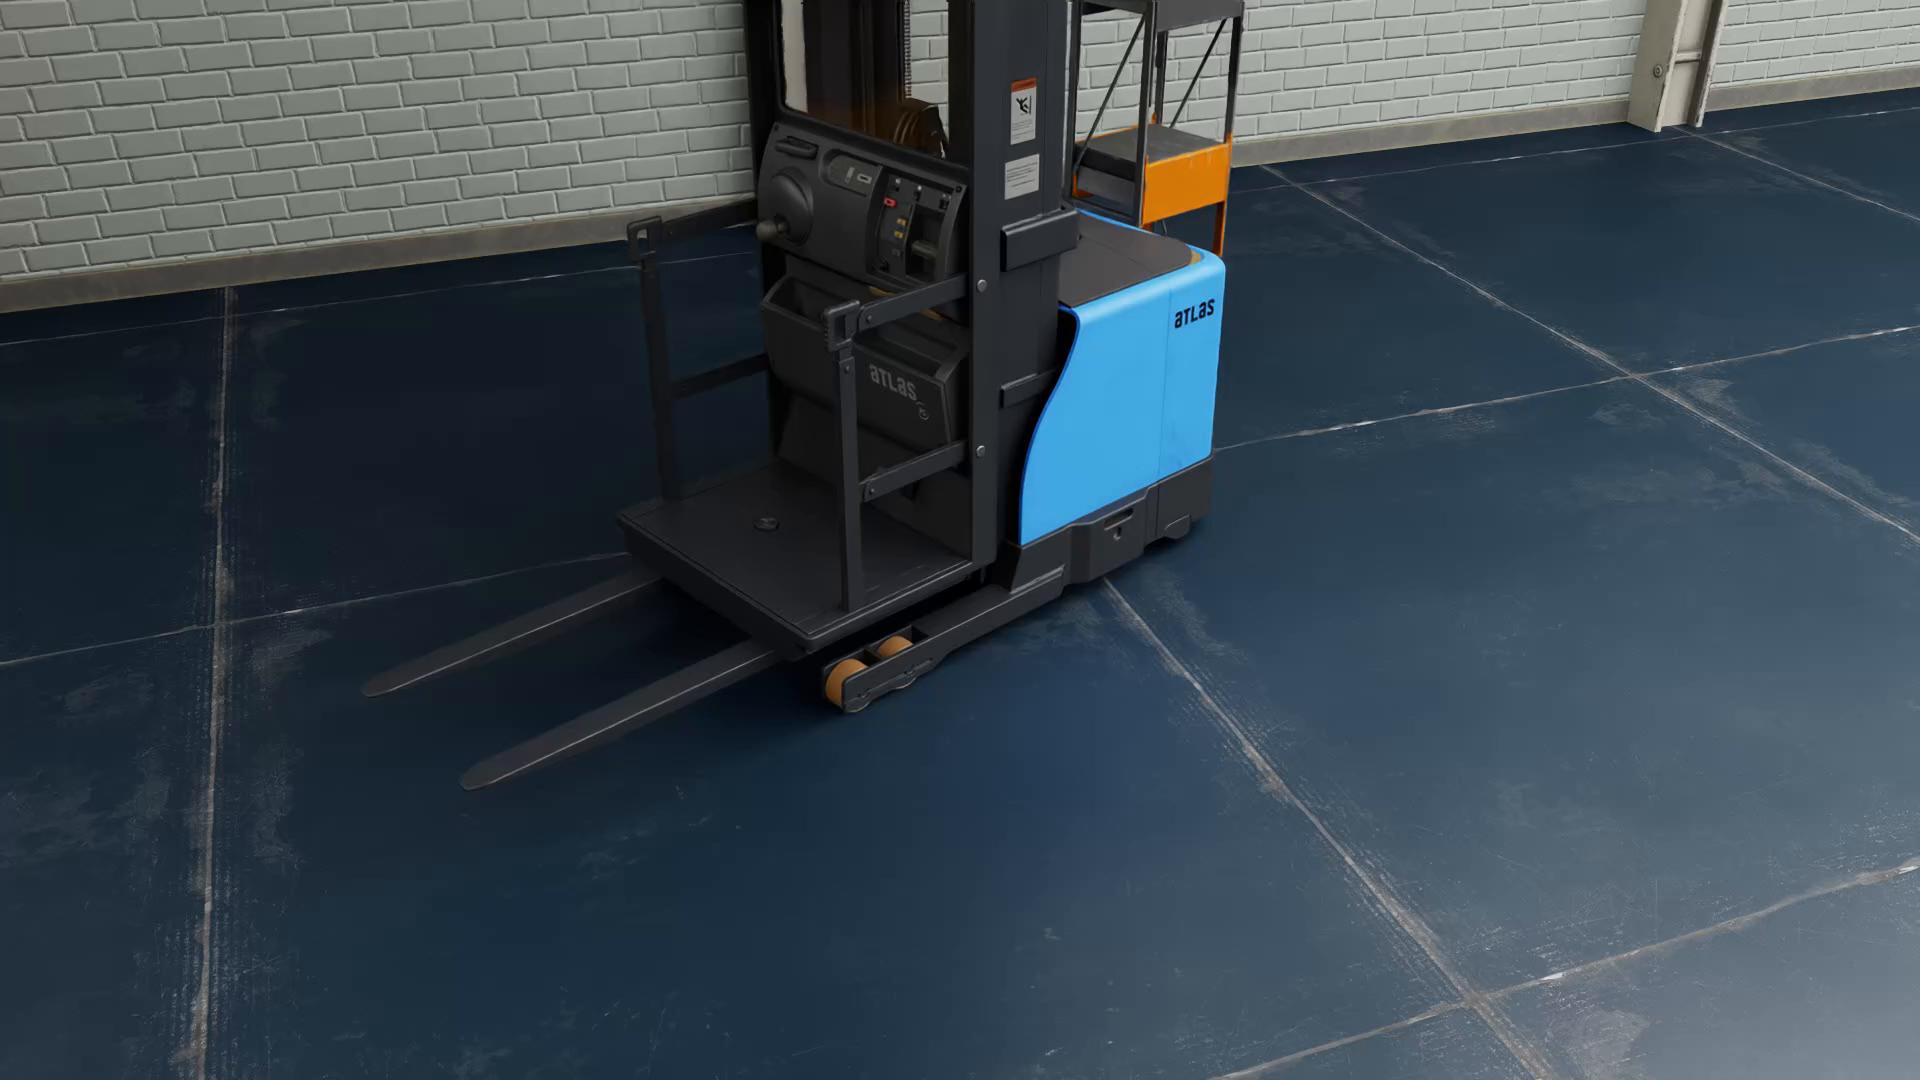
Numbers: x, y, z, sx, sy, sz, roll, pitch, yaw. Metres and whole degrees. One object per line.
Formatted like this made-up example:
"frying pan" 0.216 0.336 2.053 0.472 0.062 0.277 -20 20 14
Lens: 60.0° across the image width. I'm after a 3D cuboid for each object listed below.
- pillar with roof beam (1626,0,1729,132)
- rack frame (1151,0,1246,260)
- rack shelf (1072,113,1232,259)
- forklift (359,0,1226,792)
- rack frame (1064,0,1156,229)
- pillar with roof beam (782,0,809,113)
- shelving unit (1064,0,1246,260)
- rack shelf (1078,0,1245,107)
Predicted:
"pillar with roof beam" 6.215 -4.711 5.428 0.400 9.000 9.100 -10 31 -18
"rack frame" 0.905 -1.410 6.604 0.015 2.100 0.400 -23 37 -36
"rack shelf" 0.722 -1.322 6.469 0.480 0.518 0.431 -23 37 -36
"forklift" -0.474 -1.017 5.075 3.031 2.935 1.130 -25 38 -36
"rack frame" 0.539 -1.257 6.321 0.015 2.100 0.400 -23 37 -36
"pillar with roof beam" 0.592 -3.675 3.611 0.400 9.000 9.100 -10 31 -18
"shelving unit" 0.722 -1.334 6.462 0.503 2.100 0.431 -23 37 -36
"rack shelf" 0.730 -1.934 6.129 0.480 0.518 0.431 -23 37 -36
